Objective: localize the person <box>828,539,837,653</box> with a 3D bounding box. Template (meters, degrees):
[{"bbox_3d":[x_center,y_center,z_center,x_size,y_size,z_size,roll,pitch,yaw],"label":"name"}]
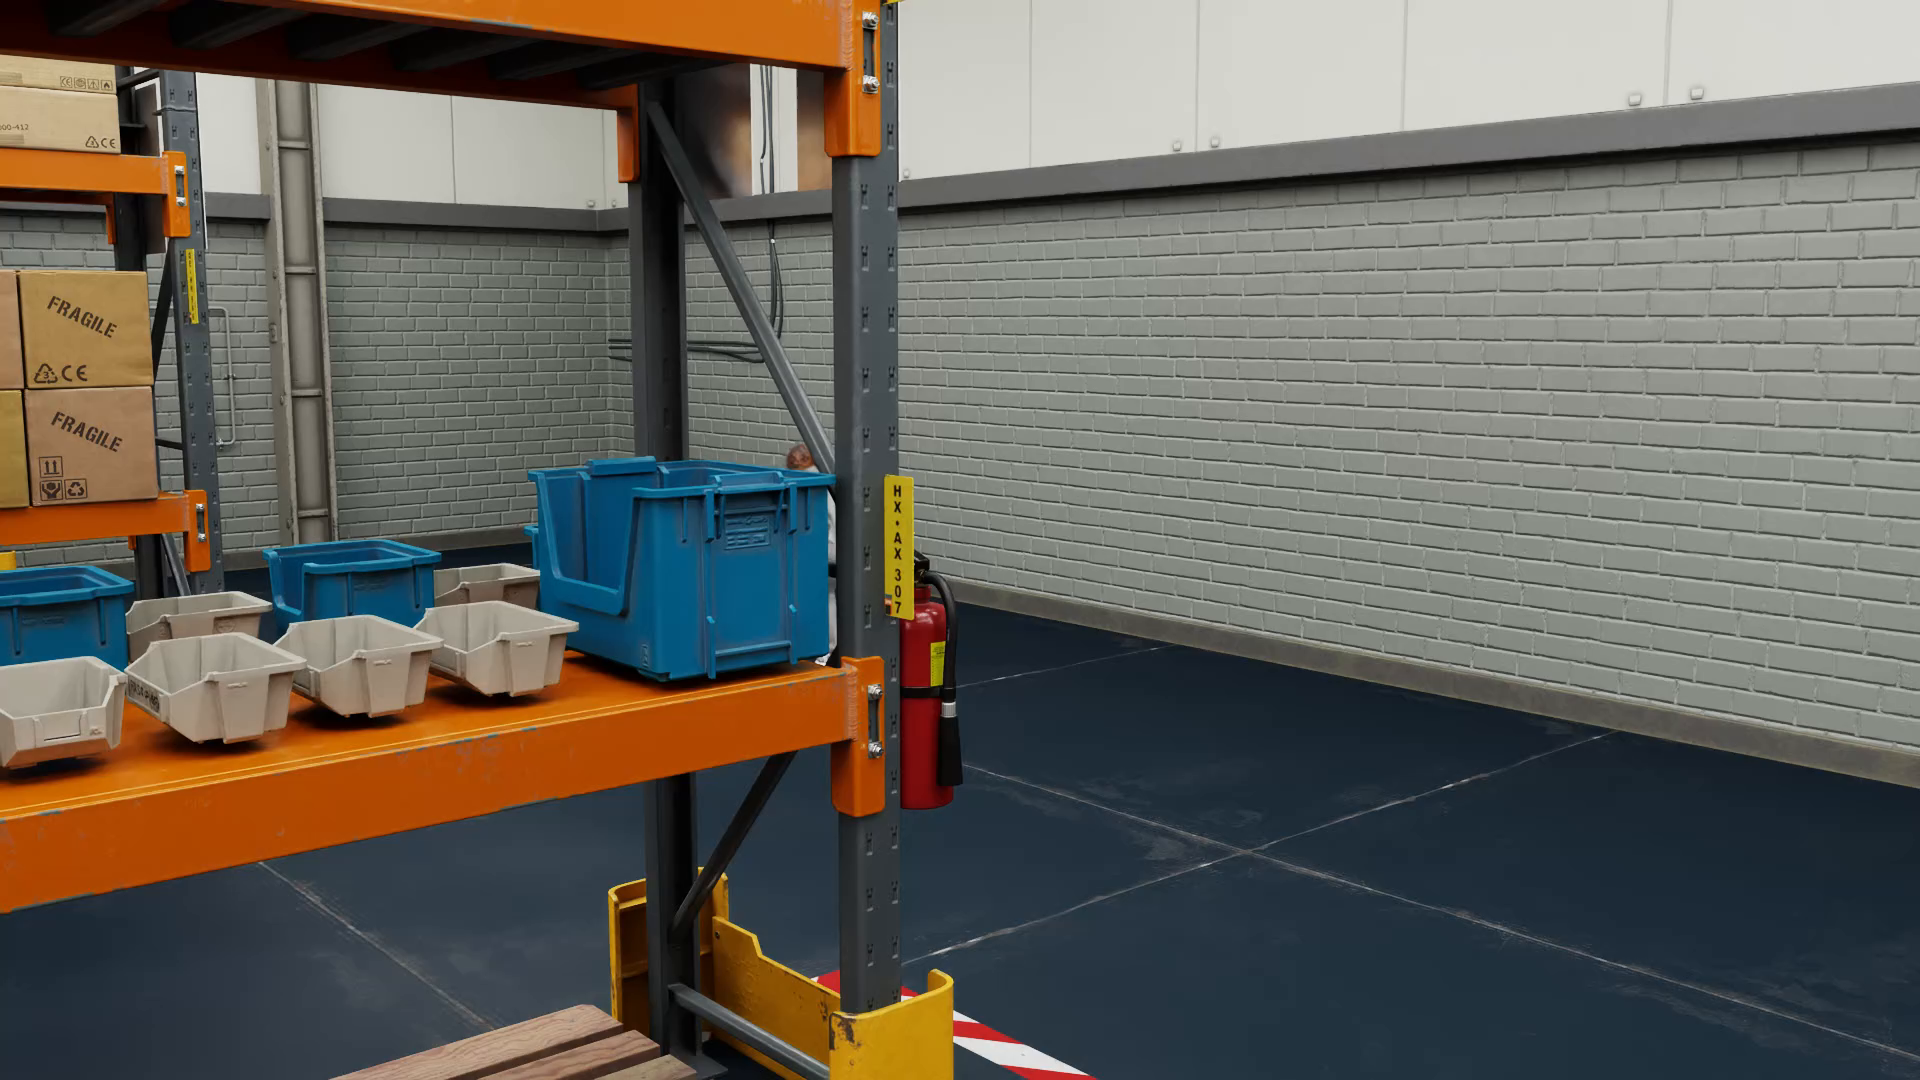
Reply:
[{"bbox_3d":[-0.723,0.136,10.096,0.380,1.117,0.539,-7,10,-42],"label":"person"}]
